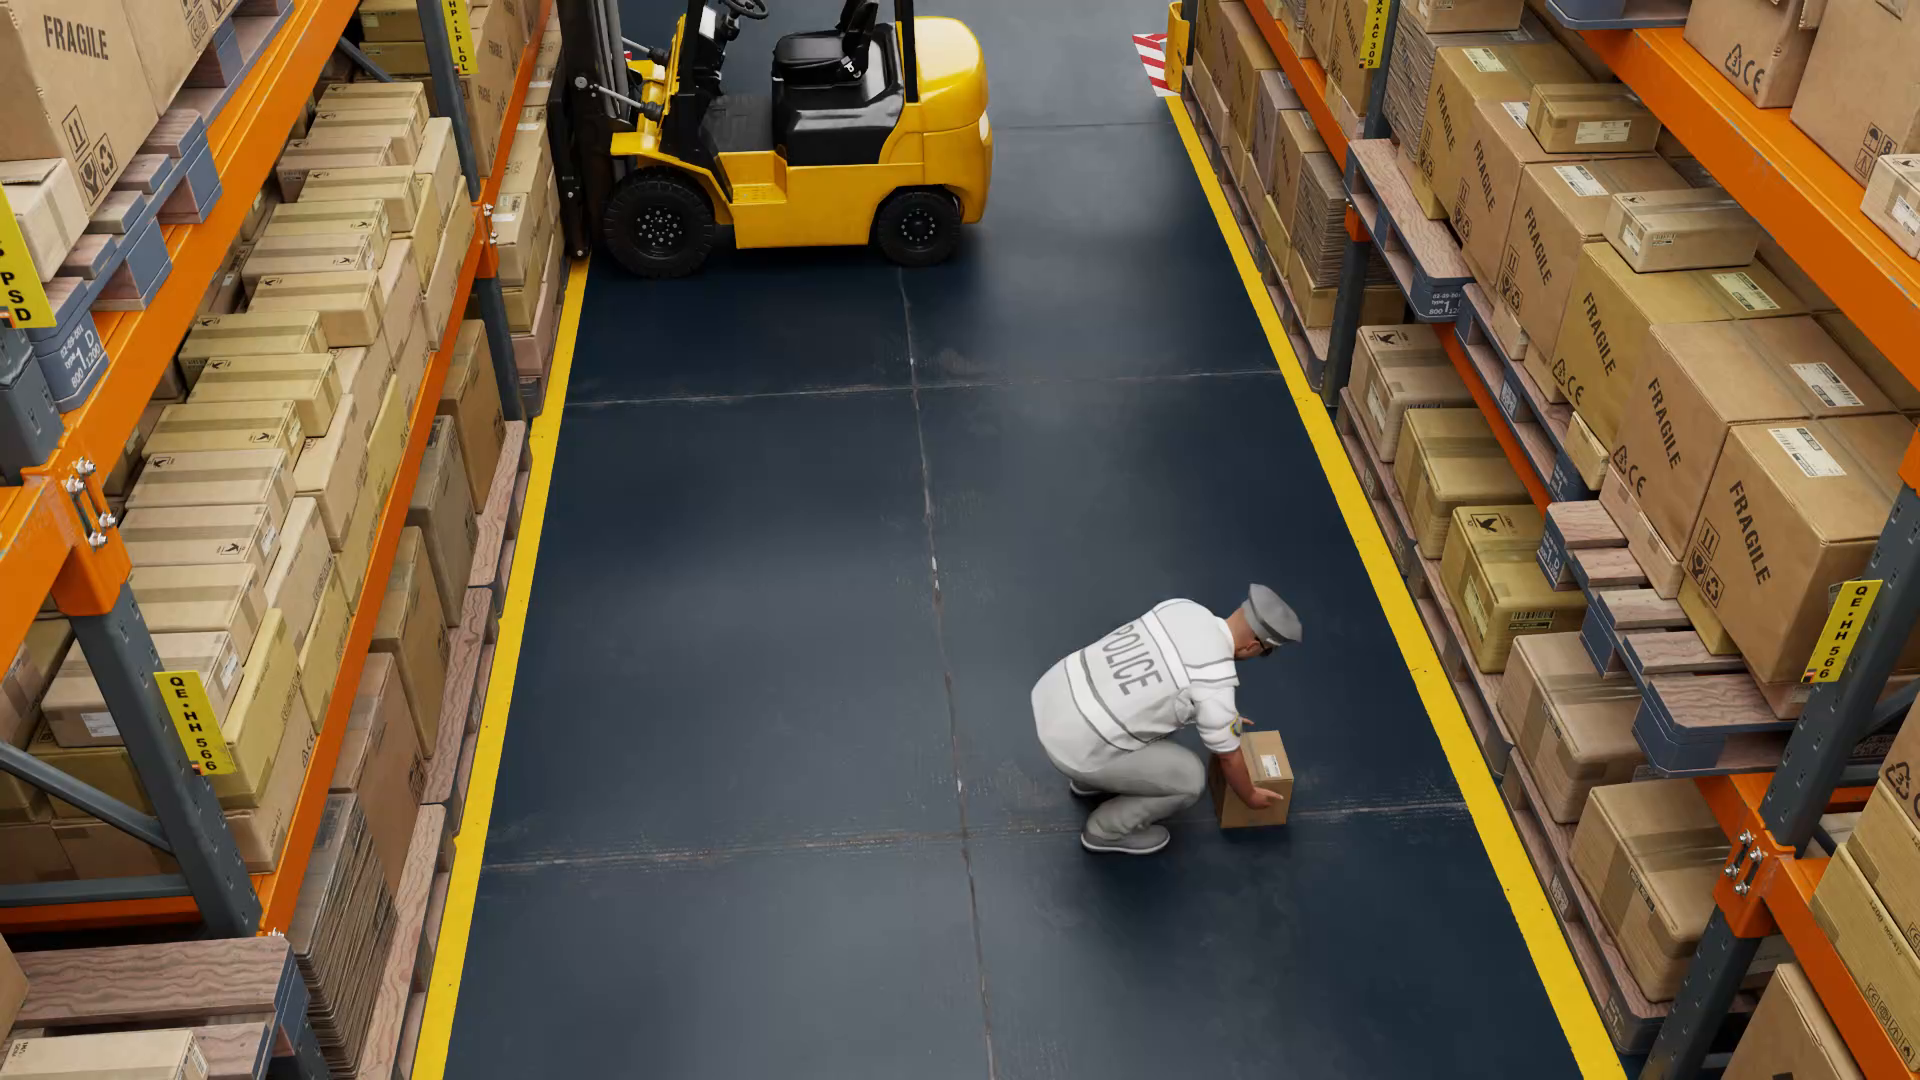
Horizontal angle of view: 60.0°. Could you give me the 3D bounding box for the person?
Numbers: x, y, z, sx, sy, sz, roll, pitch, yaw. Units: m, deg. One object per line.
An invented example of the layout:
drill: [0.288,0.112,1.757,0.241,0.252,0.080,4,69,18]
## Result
person: [0.730,0.622,5.988,0.949,0.990,0.569,-3,39,-4]
